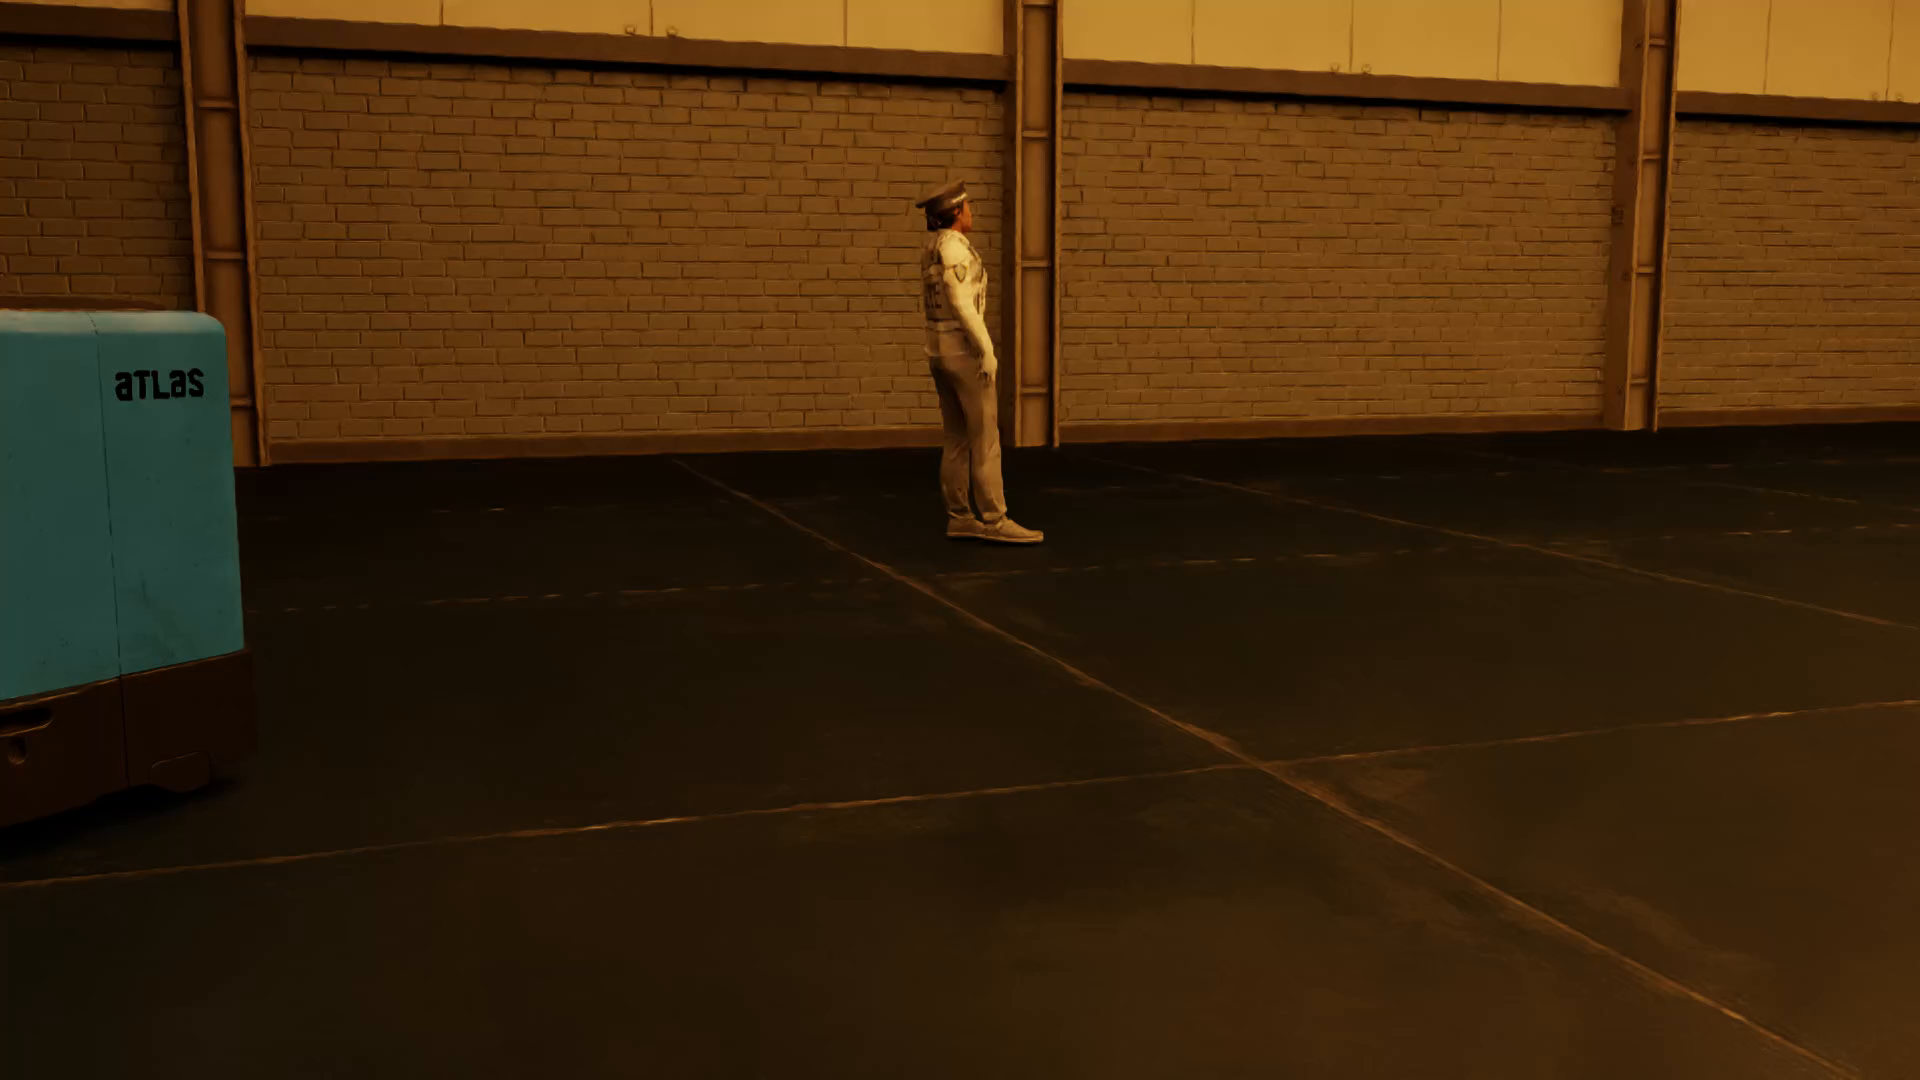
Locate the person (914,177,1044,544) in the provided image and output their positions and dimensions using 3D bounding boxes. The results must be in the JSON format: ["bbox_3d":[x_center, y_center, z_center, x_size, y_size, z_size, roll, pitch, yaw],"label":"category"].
[{"bbox_3d":[0.067,-0.849,7.823,0.533,1.695,0.586,-3,8,-18],"label":"person"}]

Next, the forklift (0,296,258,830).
[{"bbox_3d":[-2.763,-0.754,2.589,1.130,2.935,3.031,4,9,28],"label":"forklift"}]
